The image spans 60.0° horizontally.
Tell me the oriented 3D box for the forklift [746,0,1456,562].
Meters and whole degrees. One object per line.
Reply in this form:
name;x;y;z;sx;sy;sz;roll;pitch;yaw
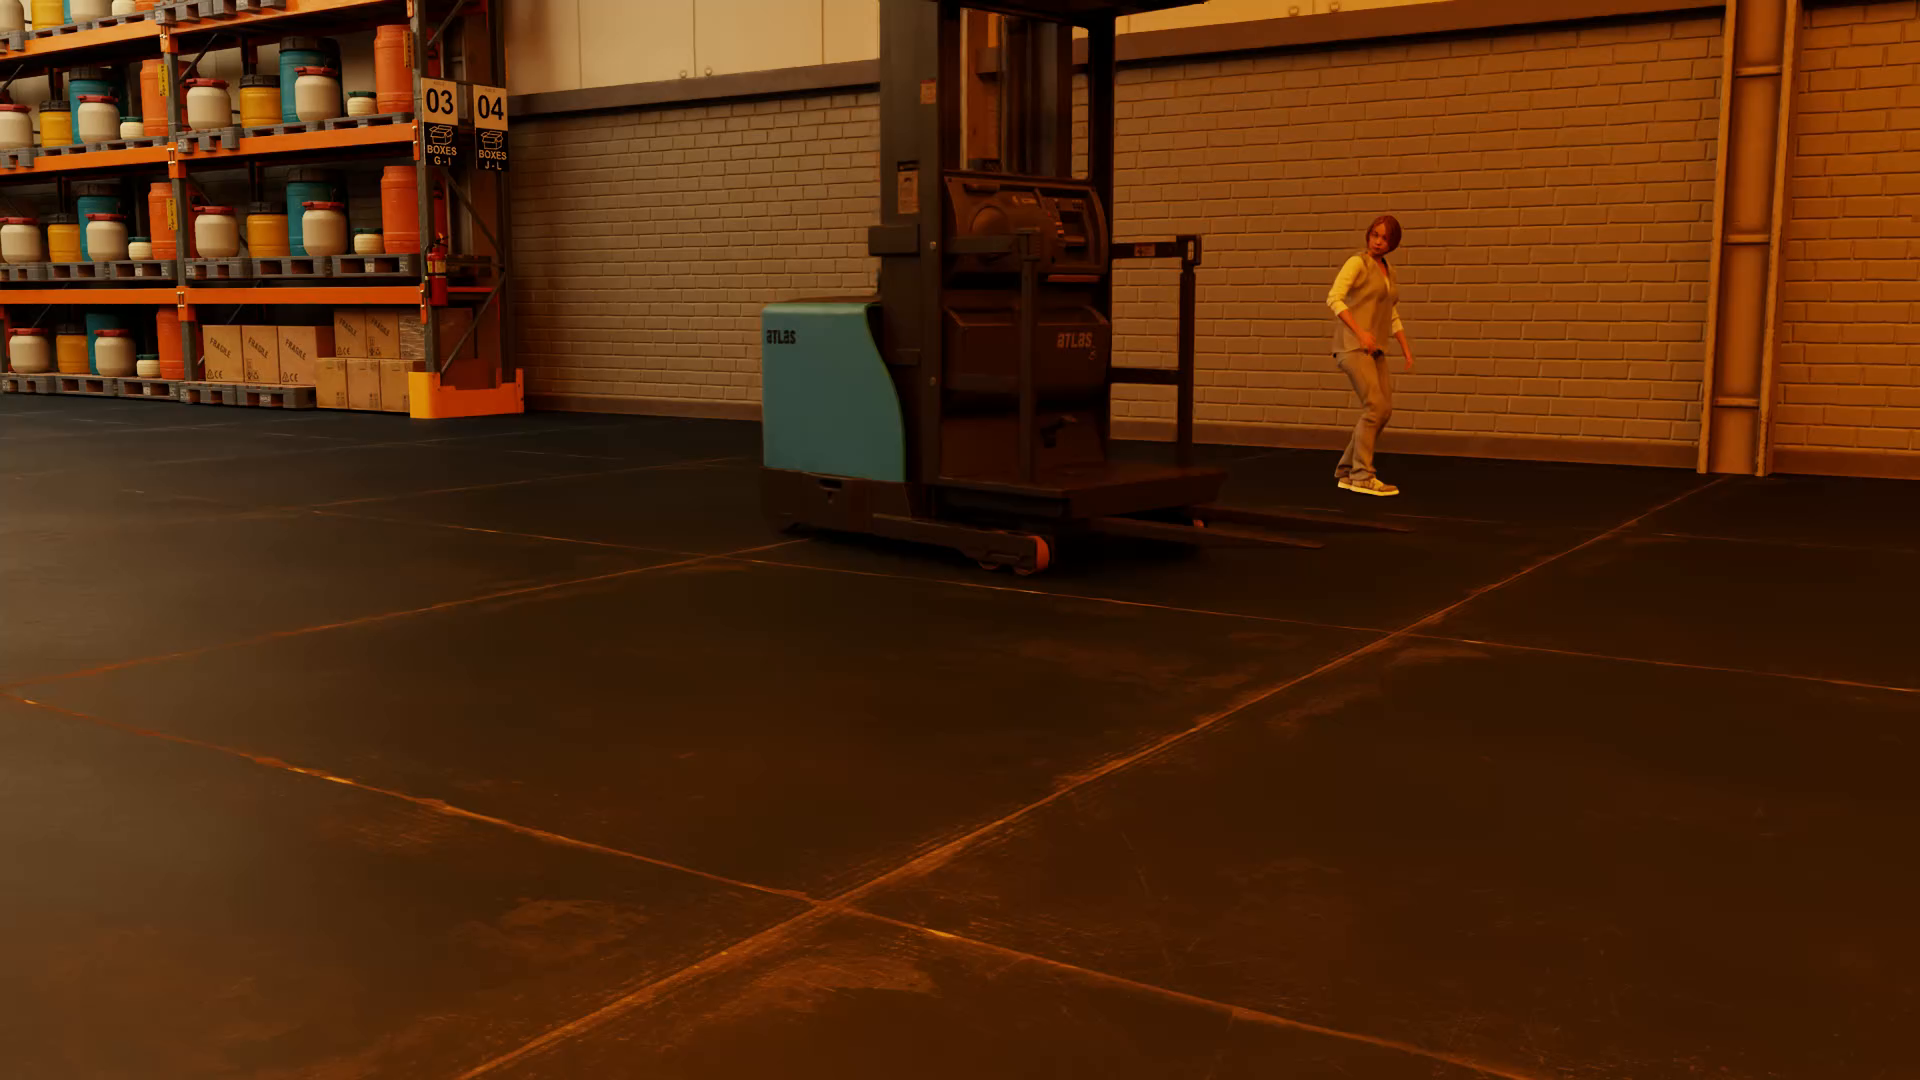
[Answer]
forklift;0.626;-1.441;7.325;3.031;2.935;1.130;1;8;8

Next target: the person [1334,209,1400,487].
person;2.318;-1.063;9.410;0.357;1.599;0.514;7;11;40
